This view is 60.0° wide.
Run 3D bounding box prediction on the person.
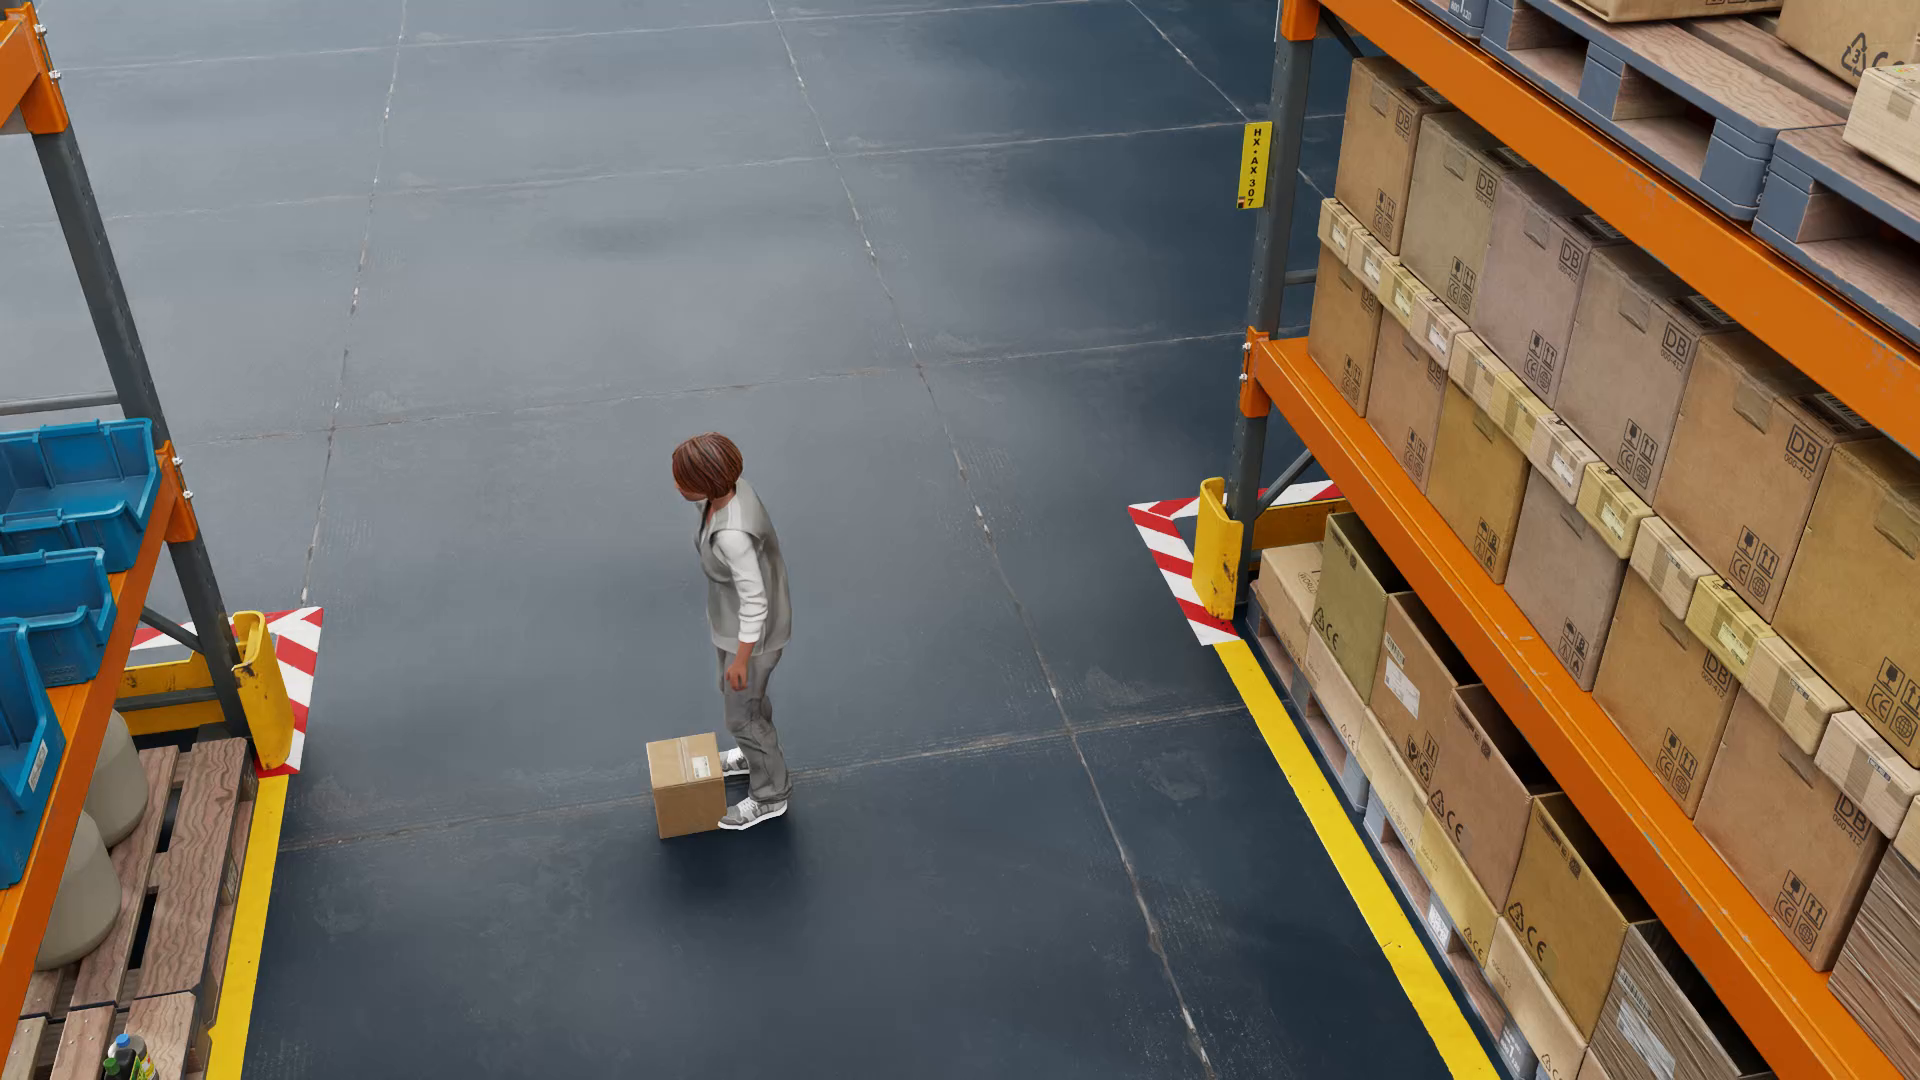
[{"bbox_3d":[-0.754,0.306,5.712,0.340,1.594,0.483,-9,36,-12],"label":"person"}]
